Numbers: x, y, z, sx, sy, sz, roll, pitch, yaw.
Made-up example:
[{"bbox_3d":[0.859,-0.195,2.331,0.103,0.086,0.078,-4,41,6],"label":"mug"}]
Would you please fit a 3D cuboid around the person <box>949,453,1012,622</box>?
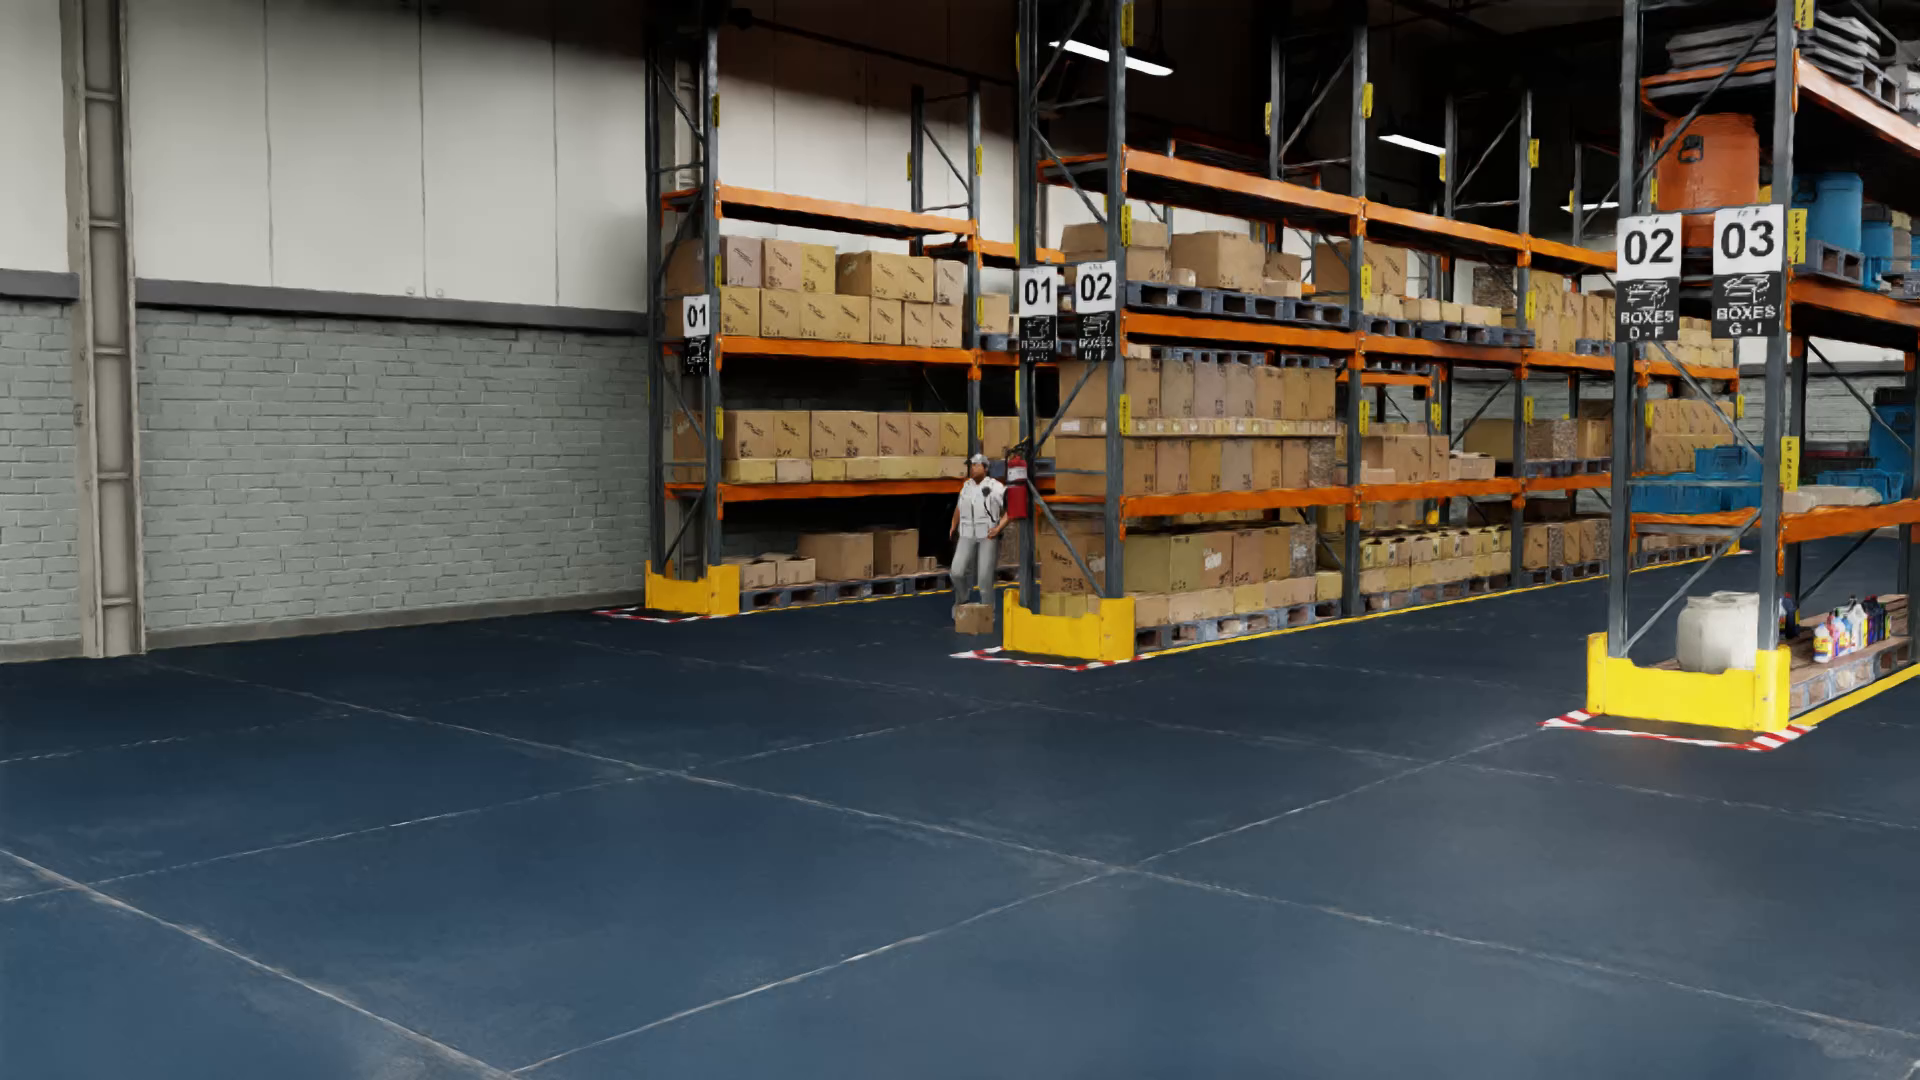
[{"bbox_3d":[0.191,-0.005,15.853,0.652,1.639,0.493,1,4,21],"label":"person"}]
